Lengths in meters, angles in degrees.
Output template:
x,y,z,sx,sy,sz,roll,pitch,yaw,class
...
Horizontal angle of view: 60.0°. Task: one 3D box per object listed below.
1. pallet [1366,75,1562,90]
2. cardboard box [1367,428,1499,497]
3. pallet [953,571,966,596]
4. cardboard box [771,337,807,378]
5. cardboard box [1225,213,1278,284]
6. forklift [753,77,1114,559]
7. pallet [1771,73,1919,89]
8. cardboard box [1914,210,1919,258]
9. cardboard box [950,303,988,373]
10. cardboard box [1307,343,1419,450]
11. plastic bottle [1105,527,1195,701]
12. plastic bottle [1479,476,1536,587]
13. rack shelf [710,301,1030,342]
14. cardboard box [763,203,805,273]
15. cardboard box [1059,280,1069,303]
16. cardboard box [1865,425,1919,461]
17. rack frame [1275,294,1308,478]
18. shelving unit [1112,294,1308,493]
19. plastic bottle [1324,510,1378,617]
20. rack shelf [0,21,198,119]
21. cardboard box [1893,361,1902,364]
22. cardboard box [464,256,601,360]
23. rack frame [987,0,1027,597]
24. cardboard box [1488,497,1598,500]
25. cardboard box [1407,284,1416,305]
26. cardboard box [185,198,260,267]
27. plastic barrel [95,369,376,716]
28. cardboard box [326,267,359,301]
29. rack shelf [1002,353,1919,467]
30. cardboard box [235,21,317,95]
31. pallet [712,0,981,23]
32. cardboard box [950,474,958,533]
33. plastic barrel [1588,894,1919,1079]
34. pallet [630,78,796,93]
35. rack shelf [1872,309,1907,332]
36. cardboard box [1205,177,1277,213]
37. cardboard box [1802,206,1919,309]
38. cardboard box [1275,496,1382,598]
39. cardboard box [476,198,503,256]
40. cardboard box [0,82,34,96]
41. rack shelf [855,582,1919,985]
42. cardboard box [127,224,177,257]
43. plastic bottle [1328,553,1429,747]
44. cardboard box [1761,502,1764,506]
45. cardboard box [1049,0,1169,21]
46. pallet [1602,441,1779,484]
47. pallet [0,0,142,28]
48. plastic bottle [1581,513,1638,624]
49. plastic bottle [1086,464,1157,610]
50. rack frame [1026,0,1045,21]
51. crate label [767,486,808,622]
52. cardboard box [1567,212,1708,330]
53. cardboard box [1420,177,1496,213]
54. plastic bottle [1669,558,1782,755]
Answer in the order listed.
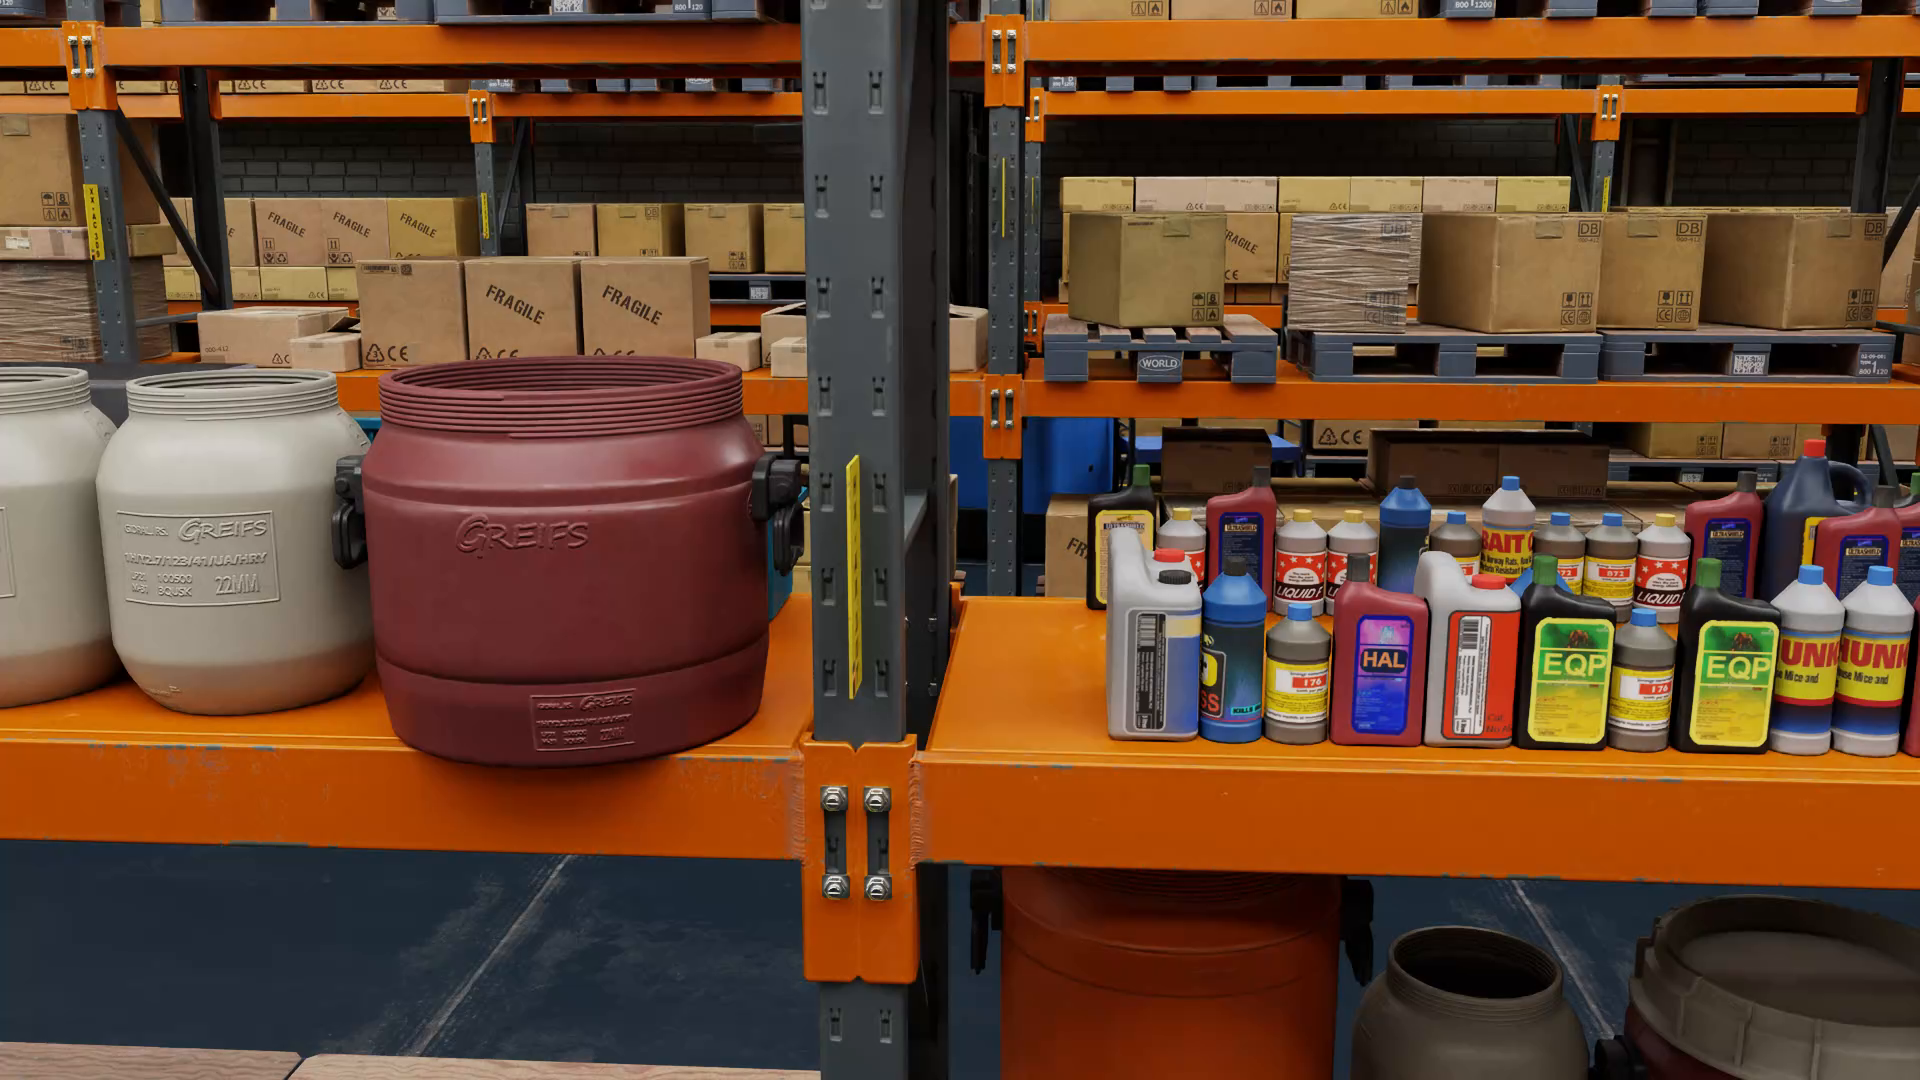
x,y,z,sx,sy,sz,roll,pitch,yaw,class
3.619,-3.328,11.992,1.217,0.209,0.805,0,12,1,pallet
2.245,-0.374,7.931,0.500,0.250,0.500,1,12,3,cardboard box
-0.600,0.352,8.069,1.213,0.211,1.003,1,12,4,pallet
-0.697,-0.826,7.506,0.250,0.149,0.380,1,12,4,cardboard box
2.030,-2.135,12.128,0.500,0.500,0.500,1,12,4,cardboard box
-0.582,-1.506,10.311,3.031,2.935,1.130,6,13,27,forklift
6.567,-3.345,11.823,1.213,0.211,1.003,1,12,4,pallet
4.731,-1.523,7.537,0.500,0.500,0.500,1,12,4,cardboard box
-0.141,-0.964,7.767,0.500,0.311,0.500,2,12,7,cardboard box
2.993,-1.098,12.416,0.750,0.750,0.750,1,12,5,cardboard box
0.304,0.120,2.671,0.135,0.276,0.152,1,12,4,plastic bottle
1.049,0.014,3.191,0.097,0.271,0.097,0,12,0,plastic bottle
-1.450,-1.681,12.734,4.000,0.370,1.077,1,12,4,rack shelf
-1.168,-2.287,12.555,0.500,0.500,0.700,1,12,4,cardboard box
0.859,-1.840,12.305,0.250,0.149,0.380,1,12,3,cardboard box
6.822,-0.881,12.232,0.500,0.500,0.700,0,12,2,cardboard box
1.980,-0.693,9.916,0.032,1.500,0.500,-1,12,-6,rack frame
1.475,-0.681,9.863,1.048,1.500,0.538,-1,12,-6,shelving unit
0.757,0.044,3.217,0.097,0.201,0.097,0,12,0,plastic bottle
-5.768,-2.192,7.850,4.000,0.370,1.077,1,12,4,rack shelf
6.952,-1.237,12.353,0.250,0.149,0.380,1,12,5,cardboard box
-1.982,-1.069,7.809,0.500,0.500,0.500,1,12,4,cardboard box
0.219,-0.993,7.691,0.127,3.000,1.000,1,12,4,rack frame
2.712,0.000,7.974,0.500,0.500,0.500,1,12,4,cardboard box
3.165,-1.804,12.132,0.250,0.149,0.380,1,12,4,cardboard box
-5.457,-2.329,12.560,0.500,0.500,0.500,1,12,6,cardboard box
-1.157,-0.007,2.701,0.421,0.512,0.421,0,12,0,plastic barrel
-4.435,-1.950,12.580,0.500,0.250,0.500,1,12,4,cardboard box
2.214,-0.614,7.634,4.000,0.370,1.077,1,12,4,rack shelf
-5.025,-3.553,12.308,0.500,0.500,0.500,0,12,2,cardboard box
-0.465,-2.360,7.360,1.003,0.211,1.213,1,12,6,pallet
-0.284,-0.195,8.193,0.500,0.311,0.500,1,12,6,cardboard box
1.500,1.012,2.968,0.708,0.588,0.600,1,12,4,plastic barrel
-1.801,-3.393,12.294,1.003,0.211,1.213,1,12,4,pallet
6.532,-1.571,12.210,4.000,0.370,1.077,1,12,4,rack shelf
2.017,-2.505,12.065,0.500,0.250,0.500,1,12,4,cardboard box
6.532,-2.068,12.094,0.700,0.700,0.980,0,12,1,cardboard box
1.676,0.093,7.527,0.500,0.500,0.500,1,12,3,cardboard box
-3.900,-2.413,12.962,0.500,0.500,0.500,1,12,2,cardboard box
-7.119,-3.586,12.467,0.500,0.500,0.500,1,12,5,cardboard box
1.879,0.398,2.797,4.000,0.370,1.077,1,12,4,rack shelf
-4.028,-1.458,8.083,0.250,0.149,0.380,1,12,4,cardboard box
0.619,0.161,2.456,0.133,0.283,0.061,1,12,4,plastic bottle
3.698,0.121,7.393,0.500,0.500,0.500,1,12,3,cardboard box
0.656,-2.511,7.378,0.500,0.500,0.910,1,12,4,cardboard box
5.290,-0.559,12.427,1.213,0.211,1.003,1,12,4,pallet
-4.625,-2.479,7.685,1.213,0.211,1.003,1,12,4,pallet
1.243,0.051,3.186,0.097,0.201,0.097,0,12,0,plastic bottle
0.316,-0.006,3.256,0.133,0.283,0.061,1,12,4,plastic bottle
0.546,-4.942,11.915,0.127,3.000,1.000,1,12,4,rack frame
-0.511,0.018,3.265,0.416,0.233,0.303,1,12,4,crate label
3.062,-1.242,7.609,0.500,0.500,0.700,3,12,13,cardboard box
3.544,-2.485,11.972,0.500,0.250,0.500,1,12,5,cardboard box
1.116,0.168,2.423,0.133,0.283,0.061,1,12,4,plastic bottle
